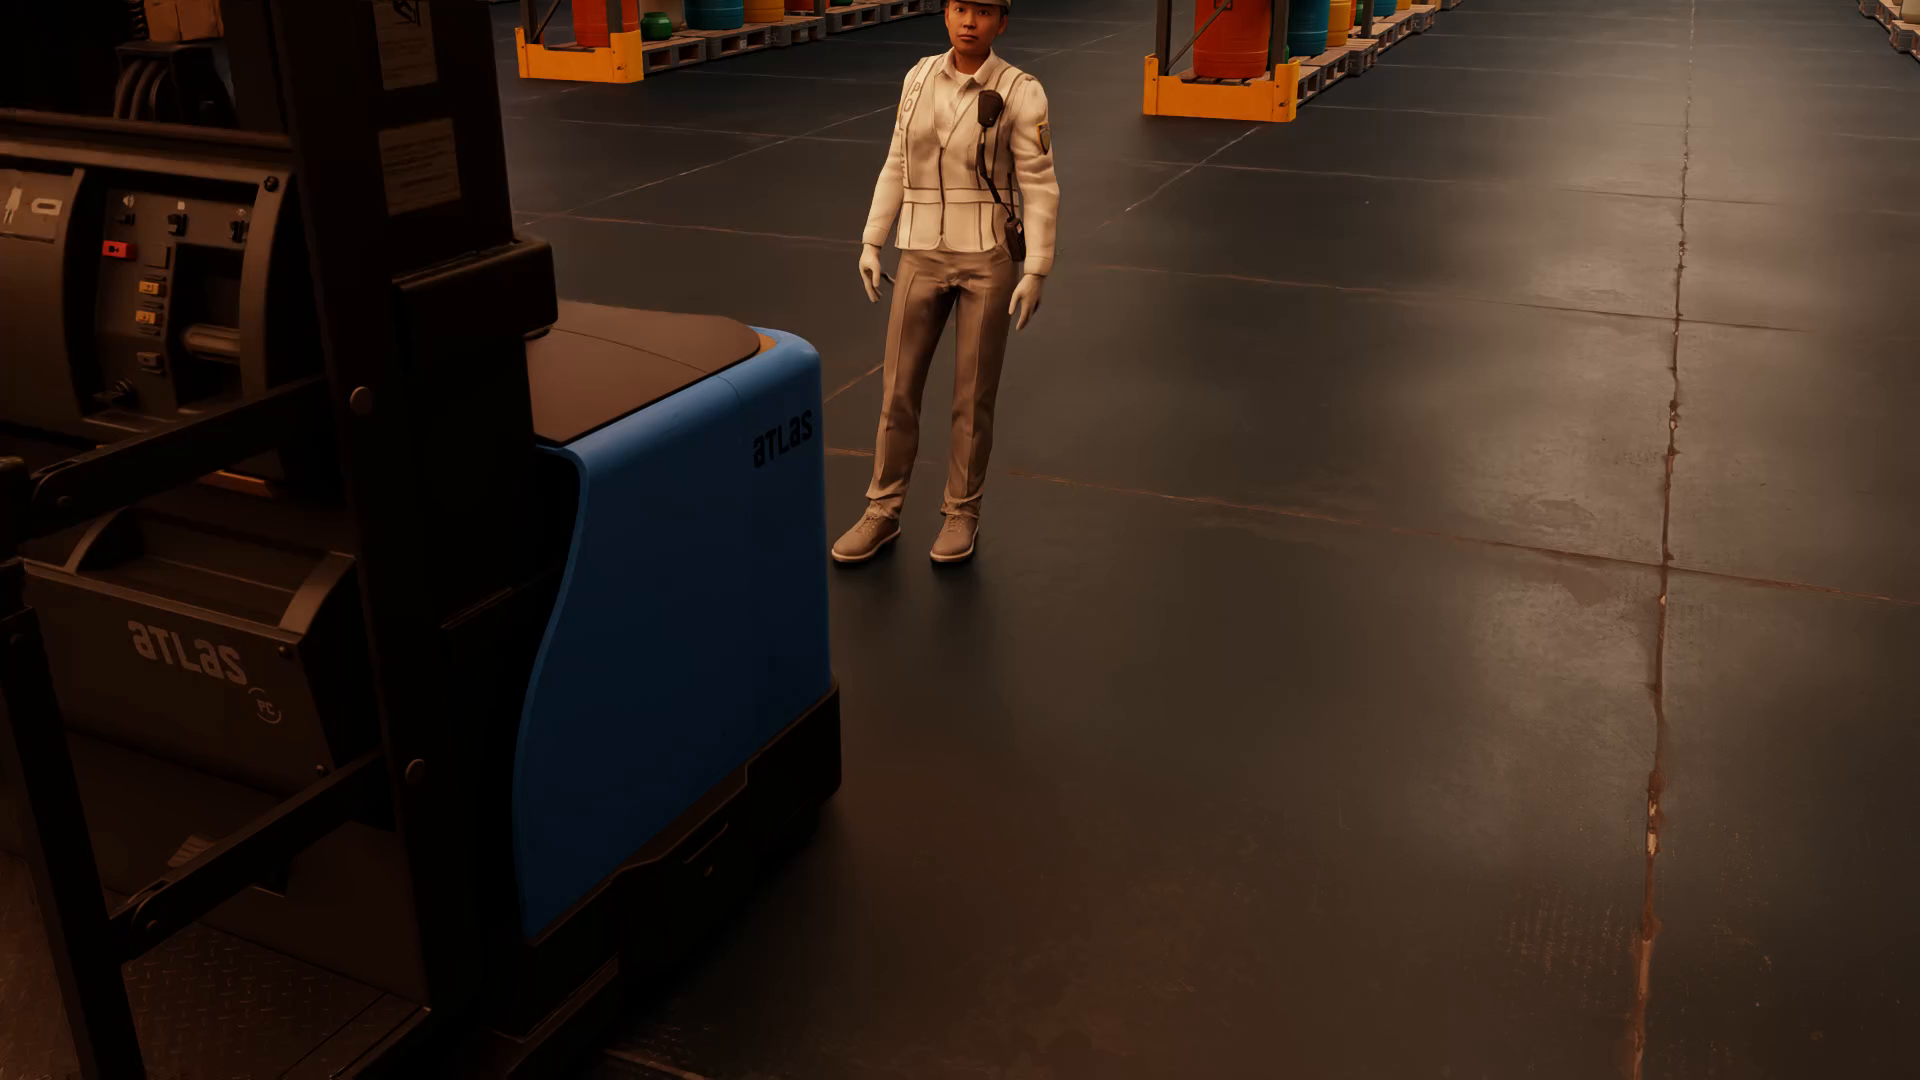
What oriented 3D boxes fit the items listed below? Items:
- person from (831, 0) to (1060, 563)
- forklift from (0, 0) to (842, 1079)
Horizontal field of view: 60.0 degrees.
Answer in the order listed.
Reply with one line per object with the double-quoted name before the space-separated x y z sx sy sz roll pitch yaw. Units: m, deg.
"person" -0.032 -0.765 4.707 0.587 1.695 0.531 9 24 21
"forklift" -1.361 -0.341 2.109 1.130 2.935 3.031 11 25 24
